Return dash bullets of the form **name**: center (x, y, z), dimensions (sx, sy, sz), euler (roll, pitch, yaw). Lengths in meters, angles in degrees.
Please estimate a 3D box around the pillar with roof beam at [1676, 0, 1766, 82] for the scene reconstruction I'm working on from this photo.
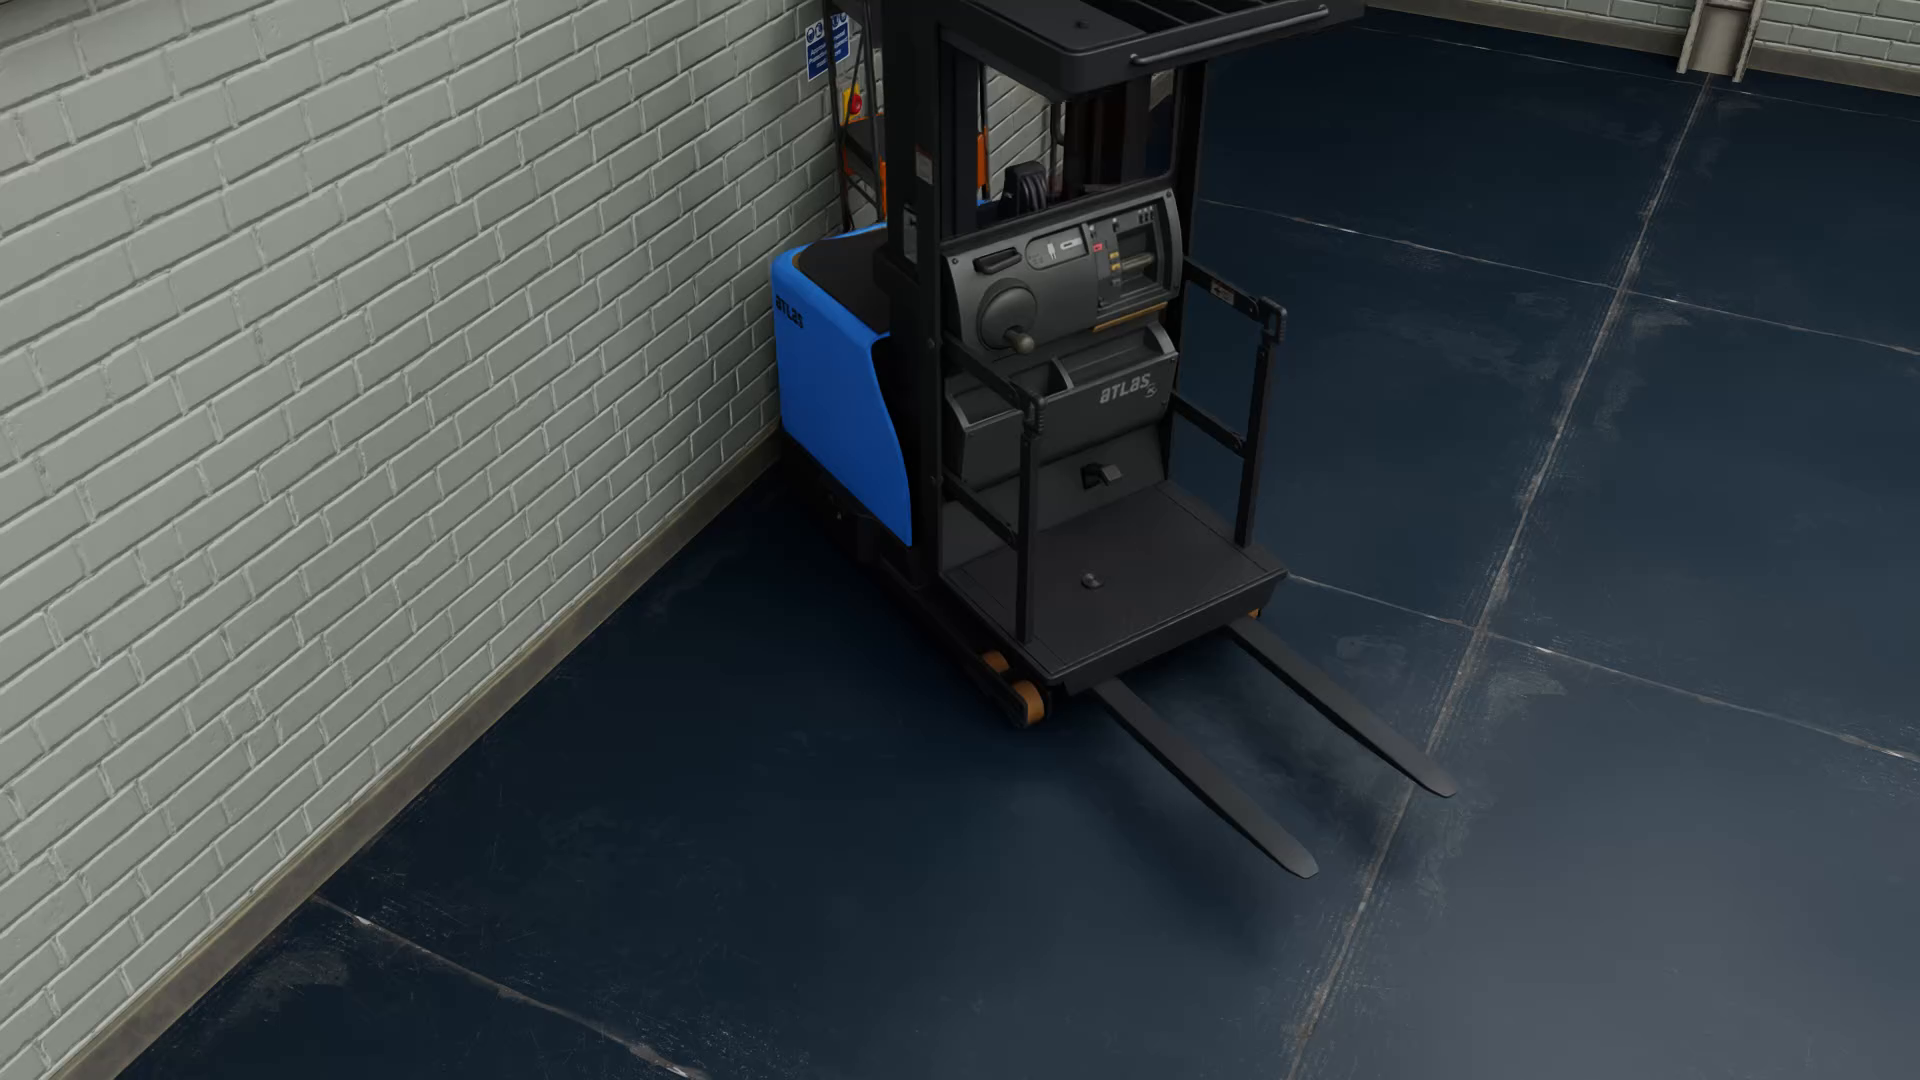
- **pillar with roof beam**: center (2.884, -4.322, 5.001), dimensions (0.400, 9.000, 9.100), euler (17, 41, 21)

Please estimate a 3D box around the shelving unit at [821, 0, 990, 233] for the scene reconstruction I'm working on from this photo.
- **shelving unit**: center (-0.196, -1.516, 6.917), dimensions (0.503, 2.100, 0.431), euler (-21, 44, -20)

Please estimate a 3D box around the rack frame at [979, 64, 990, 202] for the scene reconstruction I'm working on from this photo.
- **rack frame**: center (0.018, -1.599, 7.000), dimensions (0.015, 2.100, 0.400), euler (-21, 44, -20)

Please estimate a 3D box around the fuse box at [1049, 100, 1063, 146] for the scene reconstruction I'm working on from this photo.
- **fuse box**: center (0.642, -2.474, 8.594), dimensions (0.414, 1.711, 0.539), euler (17, 41, 21)

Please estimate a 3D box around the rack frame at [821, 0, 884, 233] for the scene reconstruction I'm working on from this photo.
- **rack frame**: center (-0.410, -1.433, 6.834), dimensions (0.015, 2.100, 0.400), euler (-21, 44, -20)

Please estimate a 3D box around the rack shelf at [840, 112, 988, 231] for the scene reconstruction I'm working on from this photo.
- **rack shelf**: center (-0.195, -1.506, 6.926), dimensions (0.480, 0.518, 0.431), euler (-21, 44, -20)

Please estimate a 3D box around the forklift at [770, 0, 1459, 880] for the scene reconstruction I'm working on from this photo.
- **forklift**: center (0.483, -0.837, 5.428), dimensions (1.130, 2.935, 3.031), euler (-22, 42, -26)

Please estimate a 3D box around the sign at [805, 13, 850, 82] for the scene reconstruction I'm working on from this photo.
- **sign**: center (-0.530, -1.998, 6.678), dimensions (0.001, 0.218, 0.327), euler (17, 41, 21)

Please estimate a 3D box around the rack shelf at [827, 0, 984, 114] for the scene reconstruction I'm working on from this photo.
- **rack shelf**: center (-0.223, -2.035, 6.469), dimensions (0.480, 0.518, 0.431), euler (-21, 44, -20)

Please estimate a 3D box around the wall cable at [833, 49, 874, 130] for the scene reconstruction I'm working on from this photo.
- **wall cable**: center (-0.453, -2.317, 6.455), dimensions (0.123, 1.953, 0.585), euler (17, 41, 21)
